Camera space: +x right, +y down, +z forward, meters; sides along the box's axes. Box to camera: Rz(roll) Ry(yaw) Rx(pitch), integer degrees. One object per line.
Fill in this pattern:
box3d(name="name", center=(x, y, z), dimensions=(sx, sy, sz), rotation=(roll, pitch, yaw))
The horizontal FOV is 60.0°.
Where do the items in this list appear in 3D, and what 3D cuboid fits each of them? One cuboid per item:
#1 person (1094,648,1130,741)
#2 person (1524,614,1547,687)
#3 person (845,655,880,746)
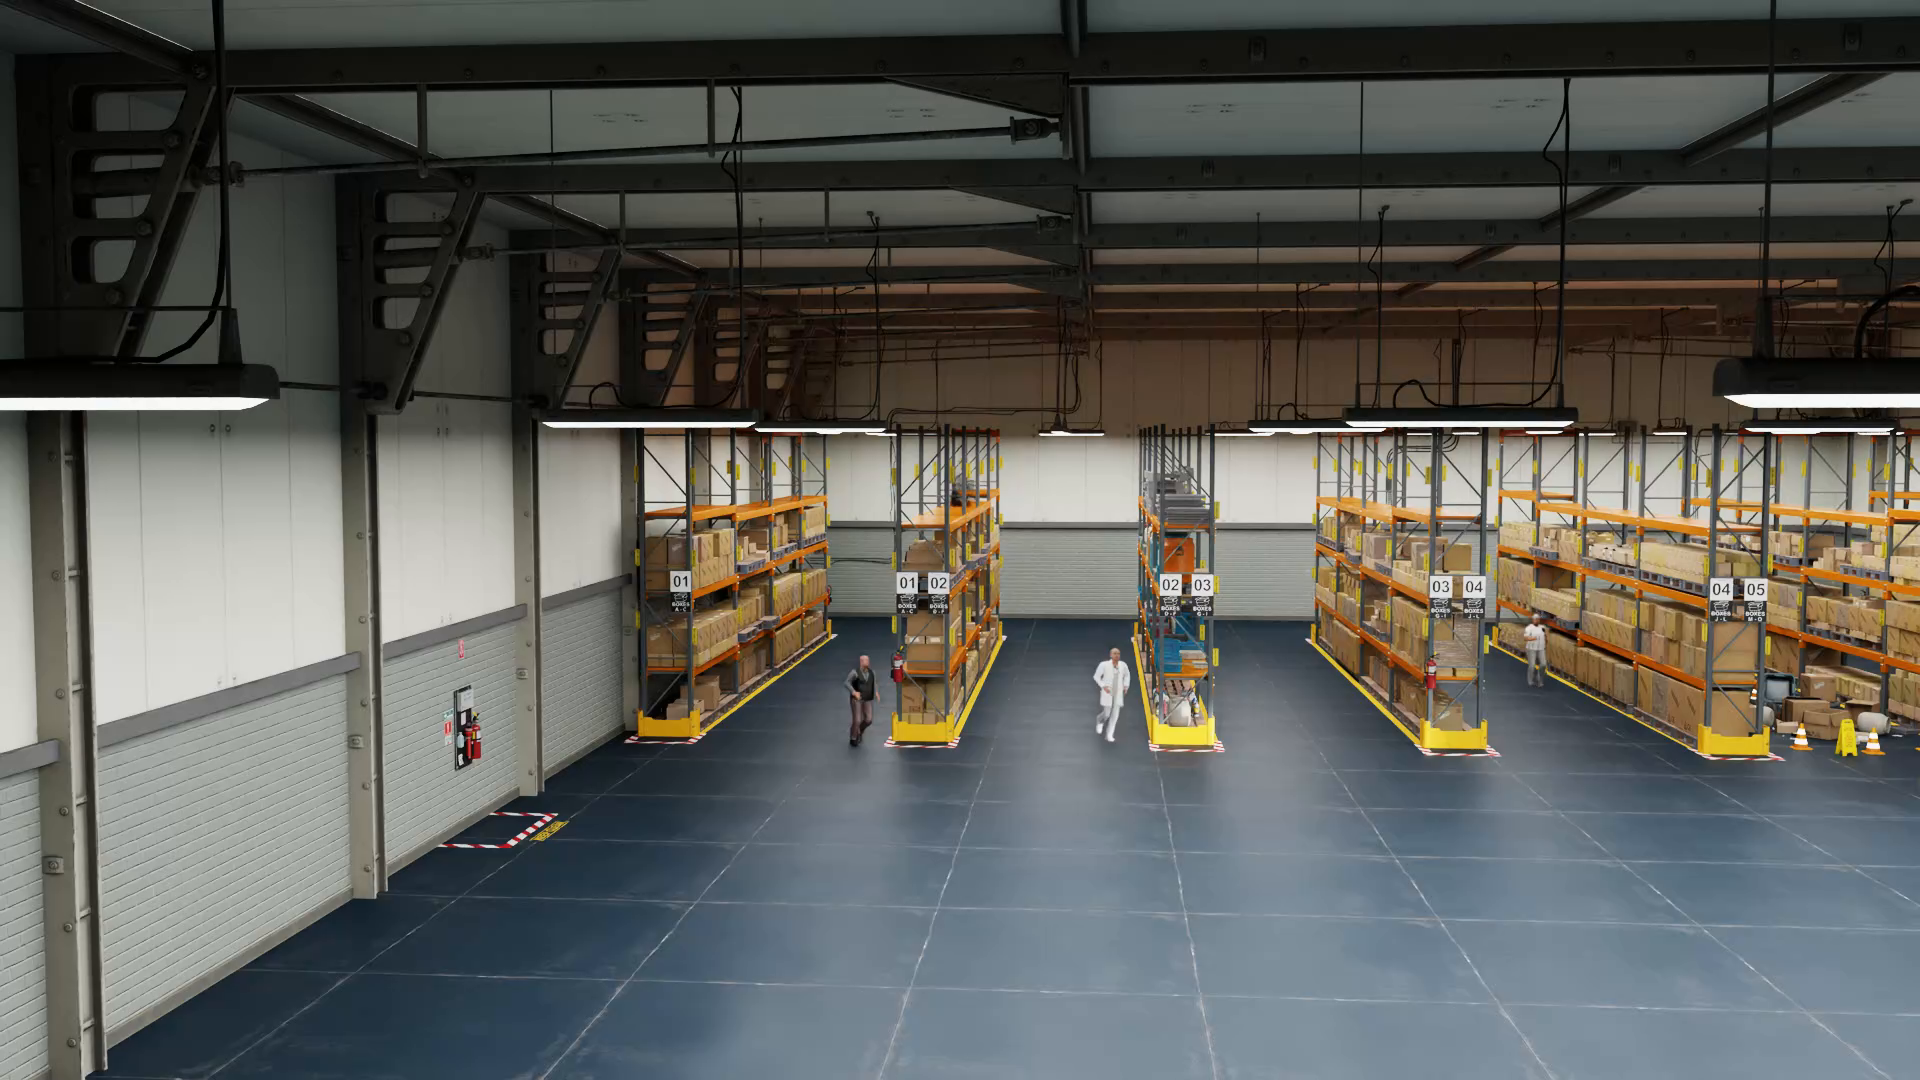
box3d(name="person", center=(2.915, 2.924, 31.637), dimensions=(0.737, 1.734, 0.808), rotation=(-1, 4, -14))
box3d(name="person", center=(13.318, 2.568, 38.410), dimensions=(0.583, 1.701, 0.660), rotation=(0, 3, 2))
box3d(name="person", center=(-1.786, 3.000, 31.040), dimensions=(0.728, 1.674, 0.497), rotation=(-2, 4, -27))
